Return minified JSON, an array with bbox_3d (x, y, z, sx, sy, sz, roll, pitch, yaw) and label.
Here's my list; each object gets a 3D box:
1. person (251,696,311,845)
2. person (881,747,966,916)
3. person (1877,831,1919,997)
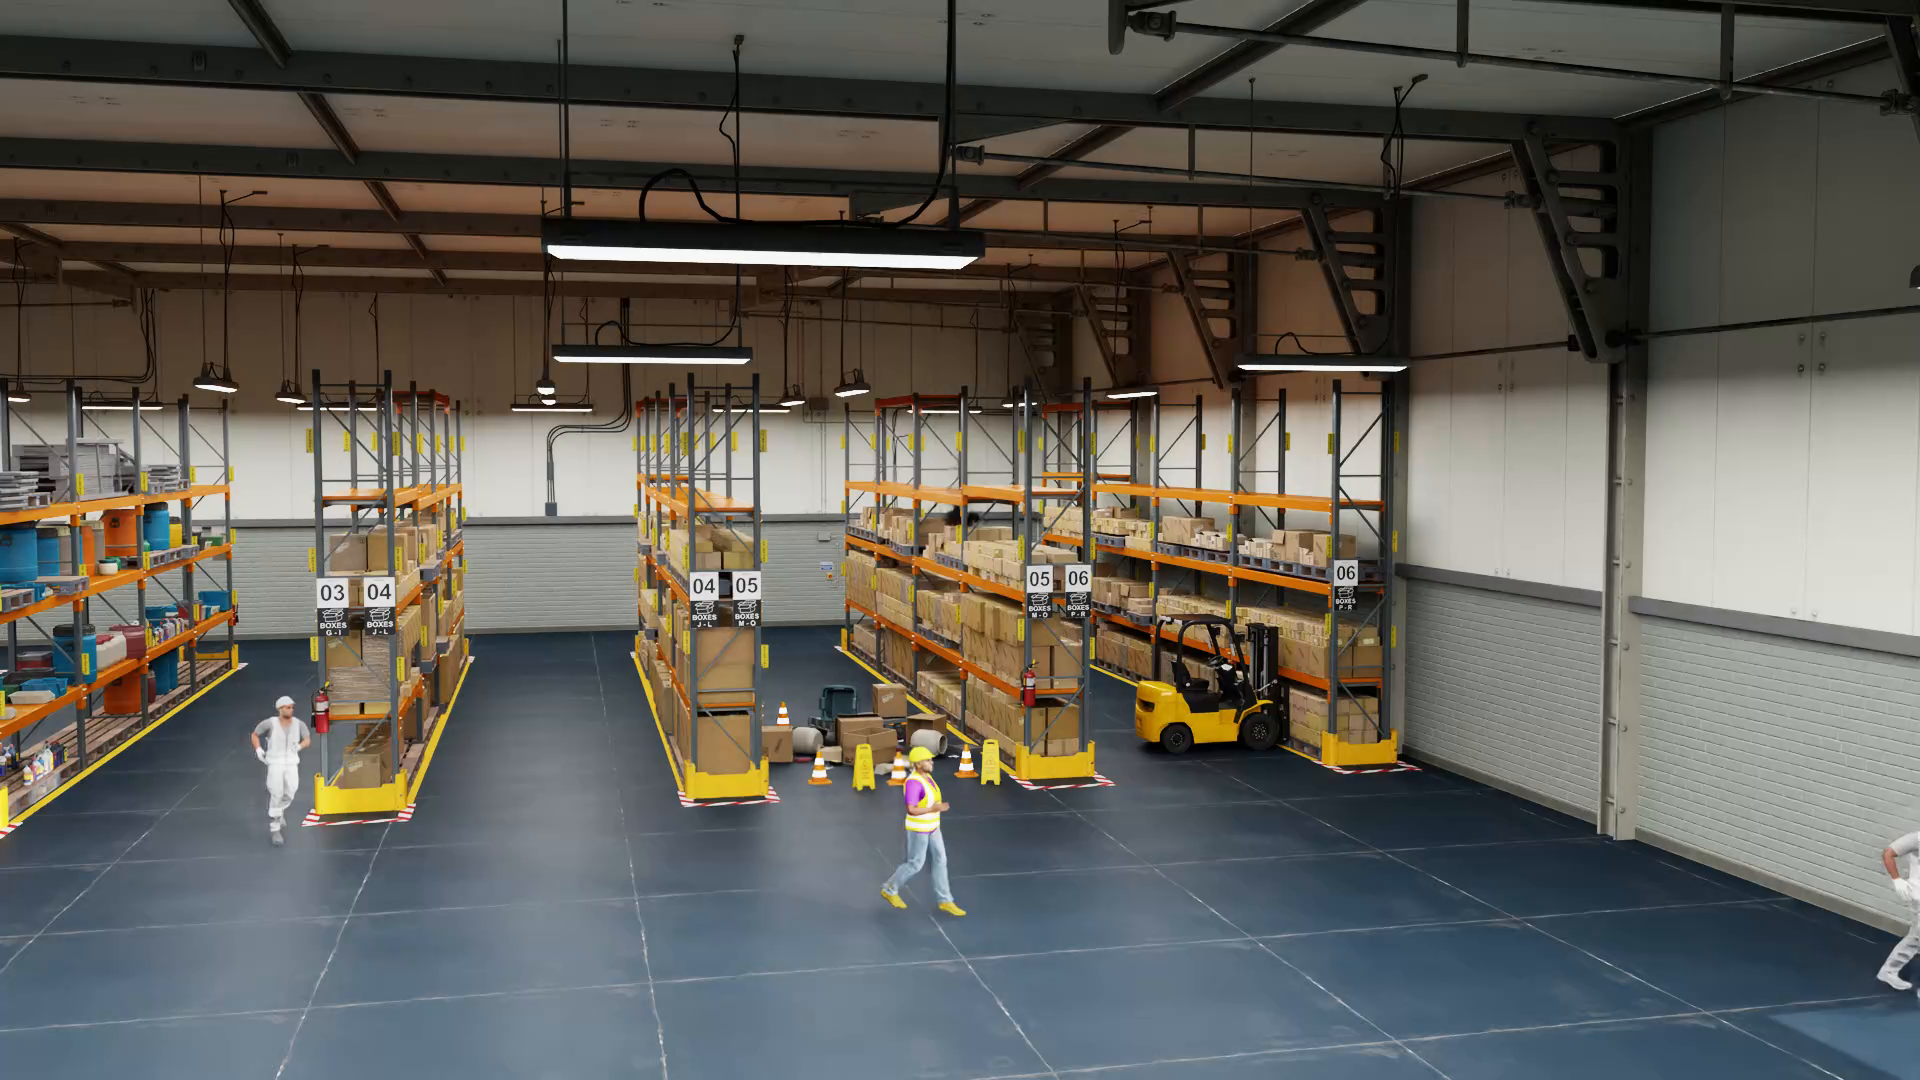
[{"bbox_3d":[-8.613,2.882,21.209,0.664,1.776,1.006,-3,4,-42],"label":"person"},{"bbox_3d":[-0.401,3.077,17.606,0.918,1.785,0.692,1,4,22],"label":"person"},{"bbox_3d":[8.706,3.266,14.969,0.678,1.819,0.777,-2,4,-32],"label":"person"}]
